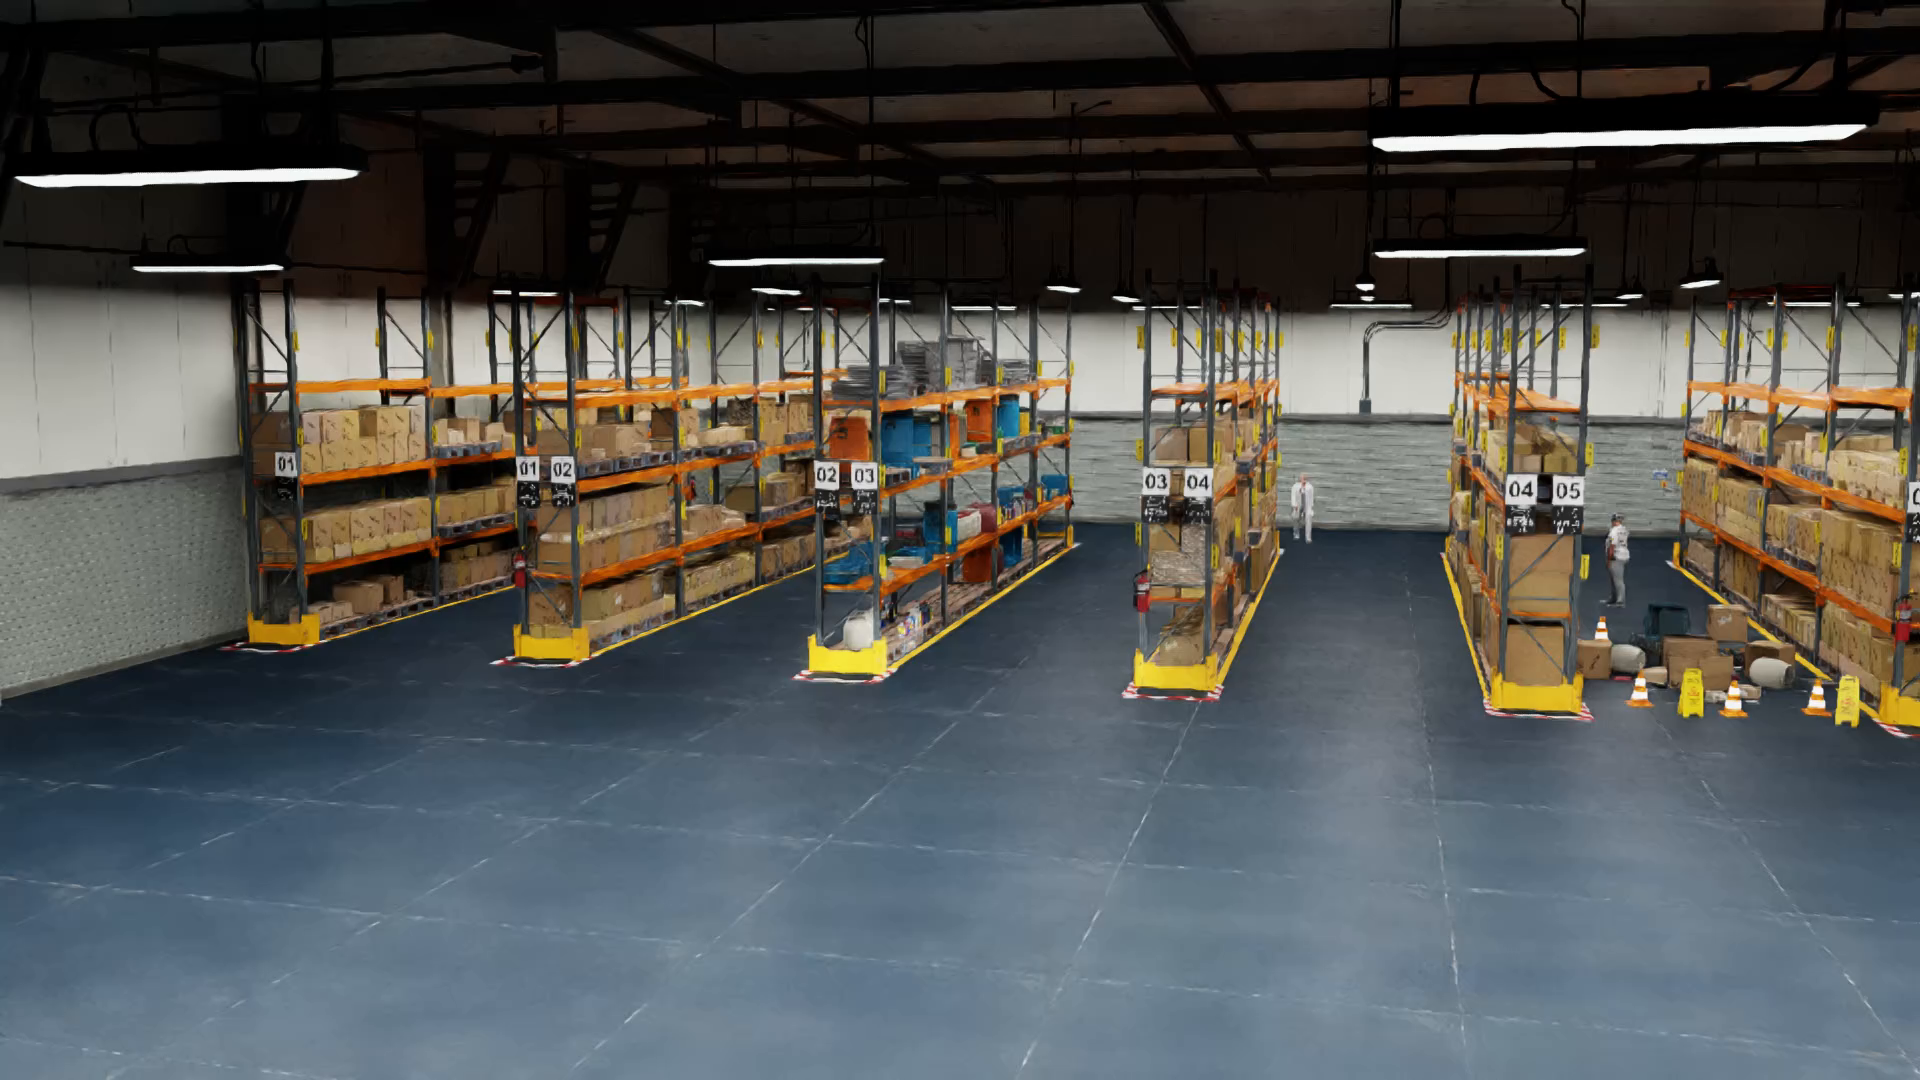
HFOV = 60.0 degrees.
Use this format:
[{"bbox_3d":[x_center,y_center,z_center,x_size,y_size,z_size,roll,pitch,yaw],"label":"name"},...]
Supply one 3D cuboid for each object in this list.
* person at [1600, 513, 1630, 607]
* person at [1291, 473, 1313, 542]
[{"bbox_3d":[12.348,0.363,31.374,0.574,1.748,0.646,6,9,43],"label":"person"},{"bbox_3d":[8.507,-0.823,41.368,0.580,1.715,1.105,1,7,5],"label":"person"}]
